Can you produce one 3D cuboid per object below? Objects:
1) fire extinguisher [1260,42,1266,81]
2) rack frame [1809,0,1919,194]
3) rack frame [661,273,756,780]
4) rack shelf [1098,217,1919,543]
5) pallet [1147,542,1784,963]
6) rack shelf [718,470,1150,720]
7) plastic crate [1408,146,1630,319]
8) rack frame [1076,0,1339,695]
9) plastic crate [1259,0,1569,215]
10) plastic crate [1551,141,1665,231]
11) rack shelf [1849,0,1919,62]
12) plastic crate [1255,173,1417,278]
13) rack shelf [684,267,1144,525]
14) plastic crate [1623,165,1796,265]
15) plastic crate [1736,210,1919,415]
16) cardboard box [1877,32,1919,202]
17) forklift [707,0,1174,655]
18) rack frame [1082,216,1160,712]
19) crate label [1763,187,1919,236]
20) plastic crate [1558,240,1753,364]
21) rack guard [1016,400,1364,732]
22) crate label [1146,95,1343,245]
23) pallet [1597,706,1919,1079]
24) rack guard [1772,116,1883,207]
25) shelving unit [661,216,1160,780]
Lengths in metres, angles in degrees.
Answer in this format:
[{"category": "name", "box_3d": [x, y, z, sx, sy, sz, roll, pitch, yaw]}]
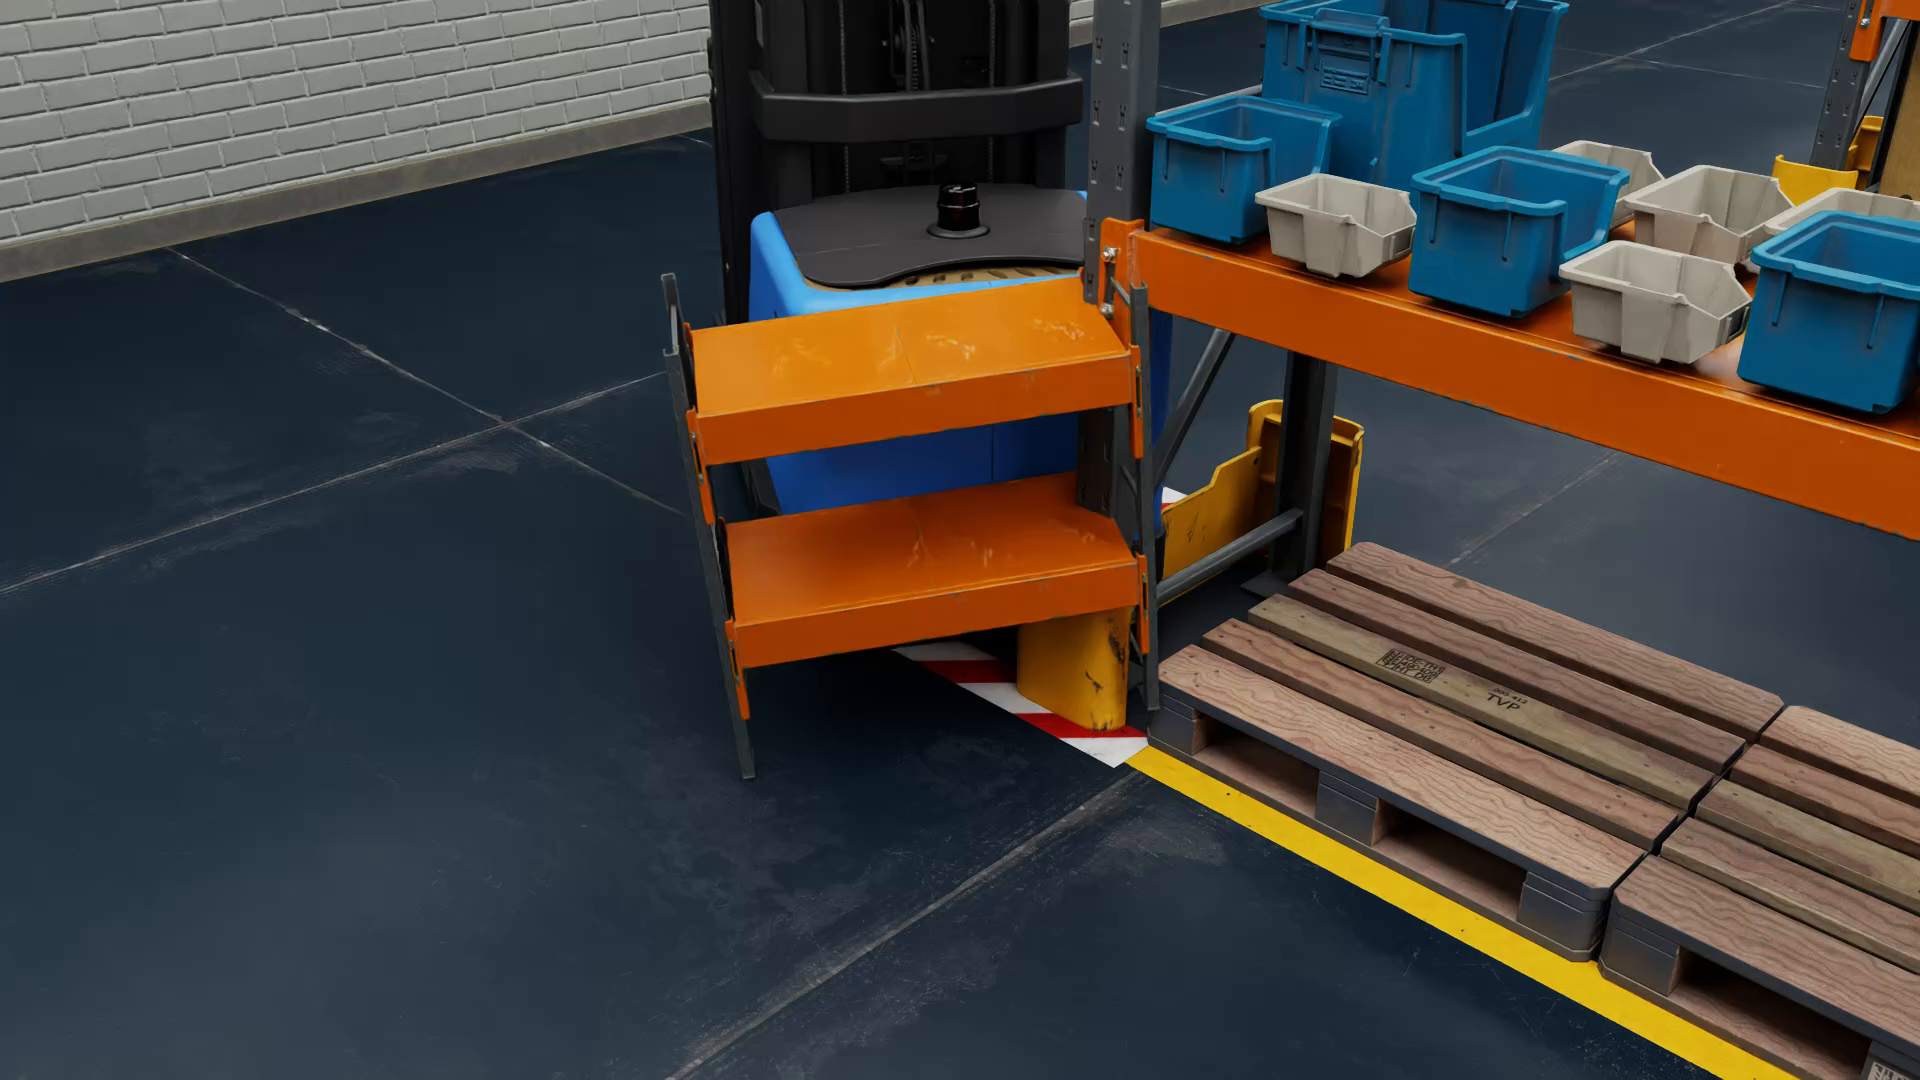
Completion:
[{"category": "fire extinguisher", "box_3d": [0.894, -1.065, 4.536, 0.183, 0.674, 0.296, 25, 36, 38]}, {"category": "rack frame", "box_3d": [4.156, -2.708, 7.176, 0.127, 3.000, 1.000, 25, 36, 38]}, {"category": "rack frame", "box_3d": [-0.602, -0.023, 3.988, 0.032, 1.125, 0.500, -9, 30, -6]}, {"category": "rack shelf", "box_3d": [2.110, -0.093, 2.977, 4.000, 0.370, 1.077, 25, 36, 38]}, {"category": "pallet", "box_3d": [1.244, 0.452, 4.163, 1.213, 0.211, 1.003, 25, 36, 38]}, {"category": "rack shelf", "box_3d": [-0.082, 0.110, 4.162, 1.000, 0.278, 0.538, -9, 30, -6]}, {"category": "plastic crate", "box_3d": [1.098, -0.612, 3.306, 0.300, 0.233, 0.416, 25, 36, 38]}, {"category": "rack frame", "box_3d": [0.683, -1.064, 4.050, 0.127, 3.000, 1.000, 25, 36, 38]}, {"category": "plastic crate", "box_3d": [1.053, -1.059, 3.938, 0.499, 0.435, 0.616, 25, 36, 38]}, {"category": "plastic crate", "box_3d": [1.392, -0.768, 3.706, 0.243, 0.136, 0.396, 25, 36, 38]}, {"category": "rack shelf", "box_3d": [5.582, -1.737, 6.103, 4.000, 0.370, 1.077, 25, 36, 38]}, {"category": "plastic crate", "box_3d": [0.799, -0.652, 3.485, 0.298, 0.136, 0.250, 25, 36, 38]}, {"category": "rack shelf", "box_3d": [-0.126, -0.354, 3.894, 1.000, 0.278, 0.538, -9, 30, -6]}, {"category": "plastic crate", "box_3d": [1.588, -0.668, 3.517, 0.243, 0.136, 0.396, 25, 36, 38]}, {"category": "plastic crate", "box_3d": [1.568, -0.397, 2.897, 0.300, 0.233, 0.416, 25, 36, 38]}, {"category": "cardboard box", "box_3d": [4.668, -1.771, 7.226, 0.875, 0.875, 0.875, 25, 36, 38]}, {"category": "forklift", "box_3d": [-0.263, -1.653, 5.244, 1.130, 2.935, 3.031, -6, 28, -12]}, {"category": "rack frame", "box_3d": [0.398, -0.179, 4.092, 0.032, 1.125, 0.500, -9, 30, -6]}, {"category": "crate label", "box_3d": [1.804, -0.586, 3.360, 0.243, 0.136, 0.396, 25, 36, 38]}, {"category": "plastic crate", "box_3d": [1.283, -0.430, 3.065, 0.298, 0.136, 0.250, 25, 36, 38]}, {"category": "rack guard", "box_3d": [0.657, 0.039, 4.639, 0.348, 0.500, 1.175, 25, 36, 38]}, {"category": "crate label", "box_3d": [0.629, -0.827, 3.714, 0.303, 0.233, 0.416, 25, 36, 38]}, {"category": "pallet", "box_3d": [2.110, 0.850, 3.406, 1.213, 0.211, 1.003, 25, 36, 38]}, {"category": "rack guard", "box_3d": [4.139, -1.609, 7.773, 0.348, 0.500, 1.175, 25, 36, 38]}, {"category": "shelving unit", "box_3d": [-0.102, -0.101, 4.040, 1.048, 1.125, 0.538, -9, 30, -6]}]
